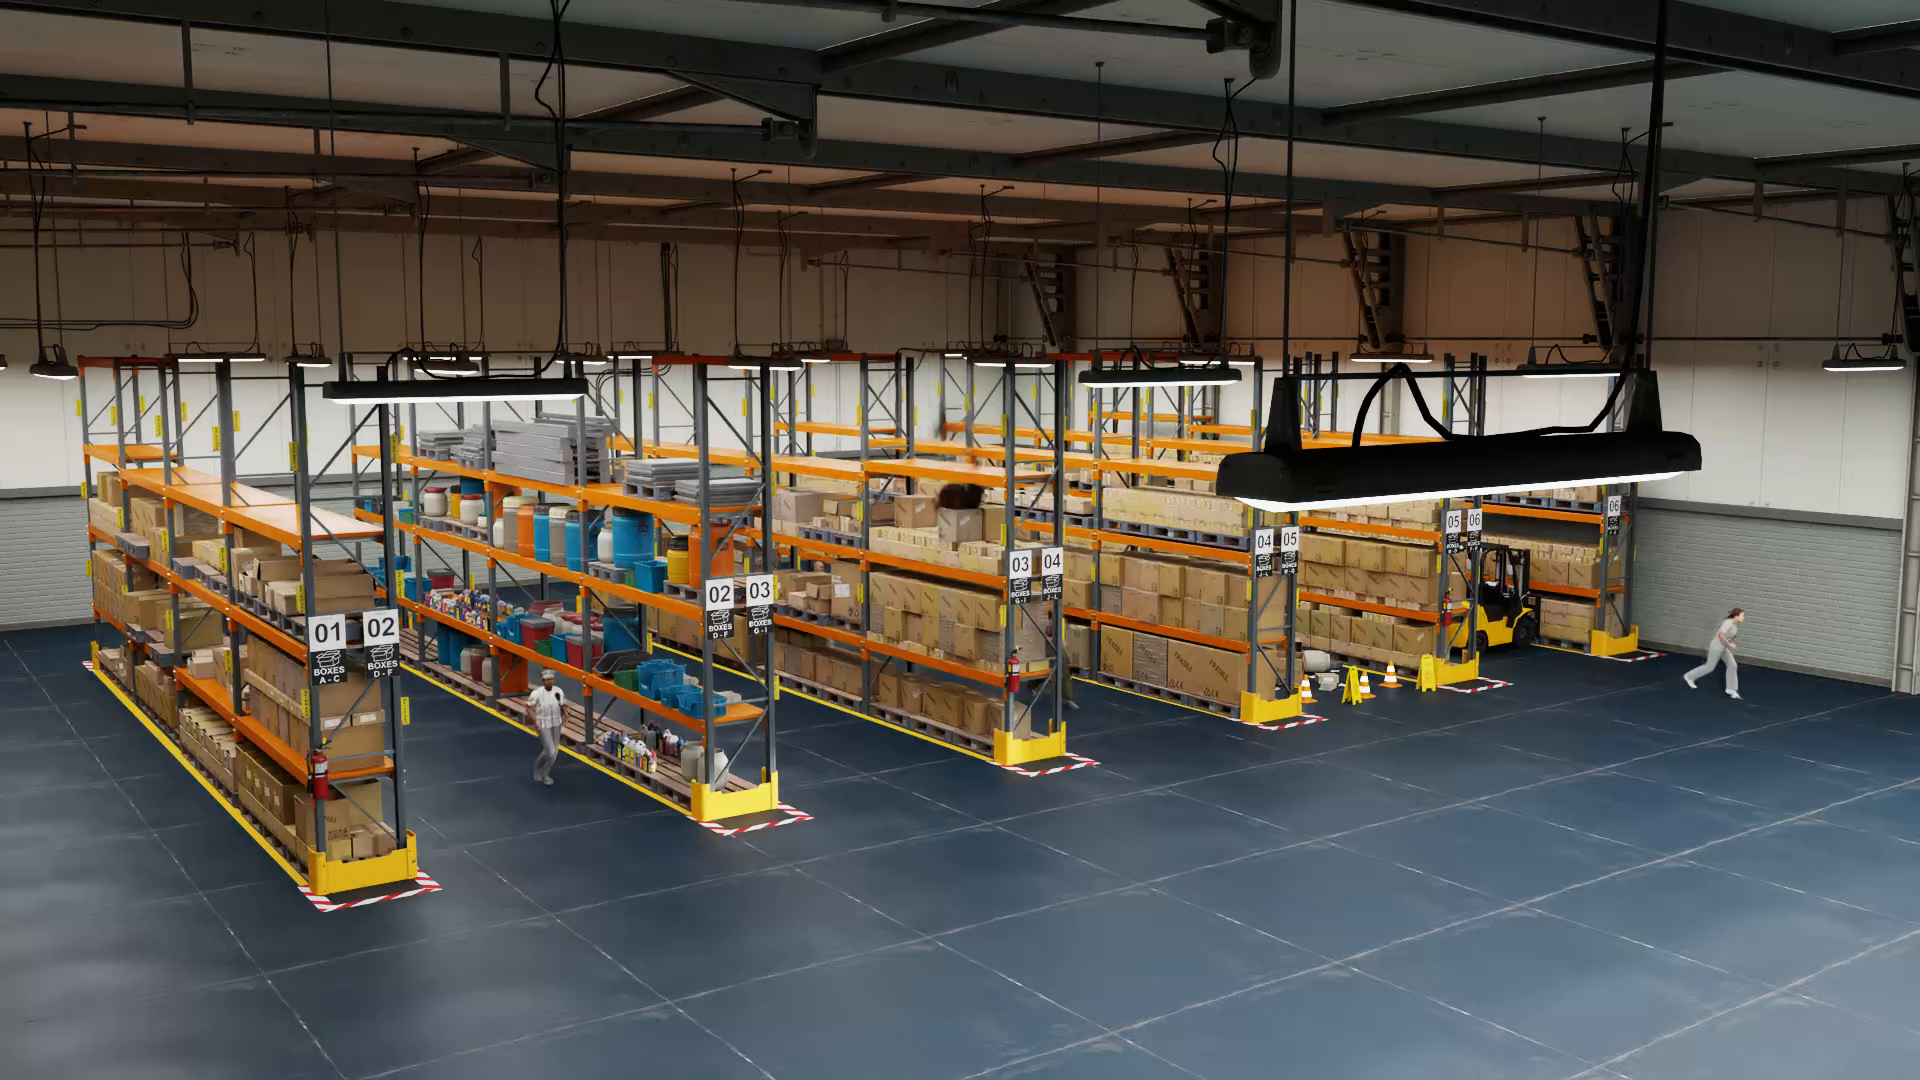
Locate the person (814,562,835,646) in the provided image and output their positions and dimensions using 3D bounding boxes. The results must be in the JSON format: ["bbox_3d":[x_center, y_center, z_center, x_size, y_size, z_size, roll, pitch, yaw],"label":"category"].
[{"bbox_3d":[-2.853,1.345,33.754,0.697,1.828,0.917,-7,10,-43],"label":"person"}]

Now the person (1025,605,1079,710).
[{"bbox_3d":[1.607,1.980,28.666,1.105,1.782,0.733,5,8,35],"label":"person"}]

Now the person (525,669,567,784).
[{"bbox_3d":[-5.805,2.648,23.589,0.561,1.667,0.573,-5,9,-38],"label":"person"}]

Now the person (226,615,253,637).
[{"bbox_3d":[-14.246,1.557,32.739,0.817,1.691,0.579,4,8,28],"label":"person"}]

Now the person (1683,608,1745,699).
[{"bbox_3d":[13.436,1.975,29.601,1.004,1.624,0.600,5,8,34],"label":"person"}]
